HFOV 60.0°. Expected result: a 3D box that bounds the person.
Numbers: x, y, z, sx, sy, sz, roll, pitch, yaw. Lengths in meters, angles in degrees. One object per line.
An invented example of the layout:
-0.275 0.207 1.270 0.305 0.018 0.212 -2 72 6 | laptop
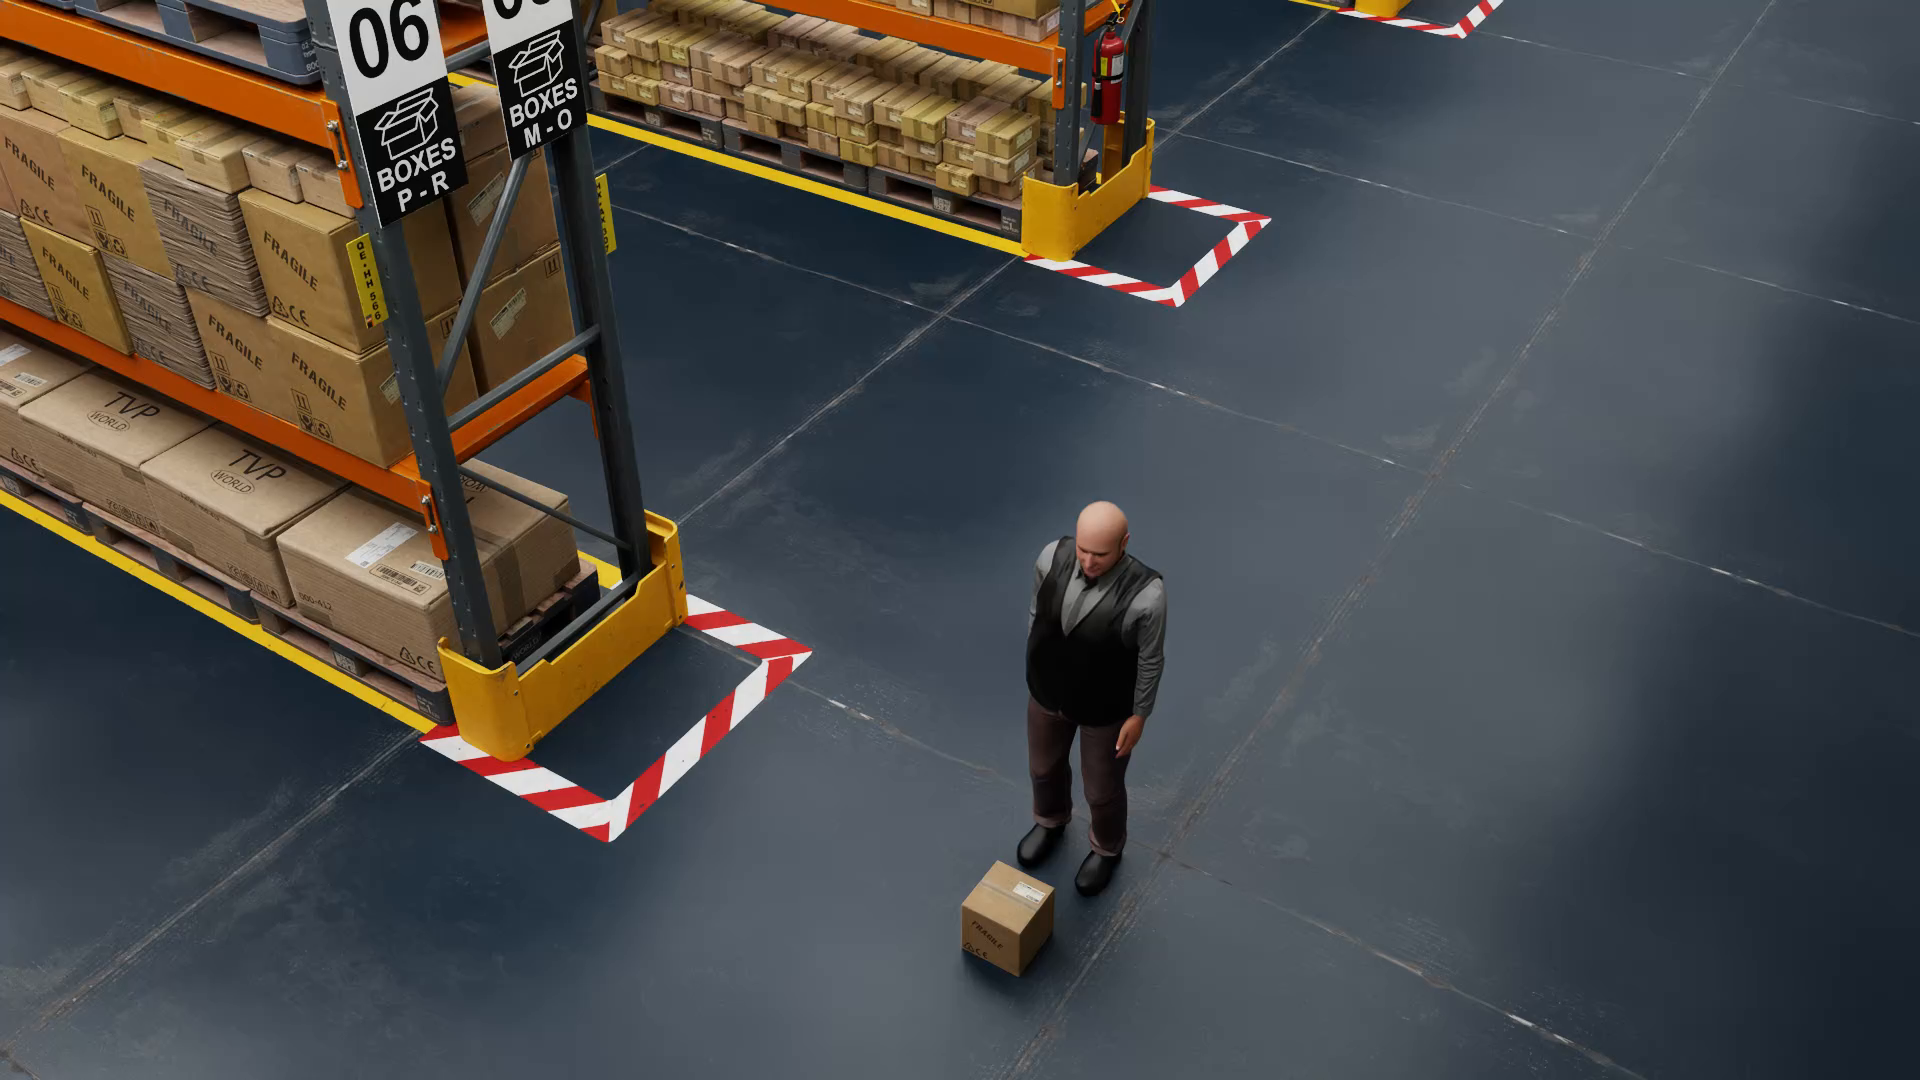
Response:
0.464 0.569 5.986 0.533 1.714 0.358 22 43 26 | person
